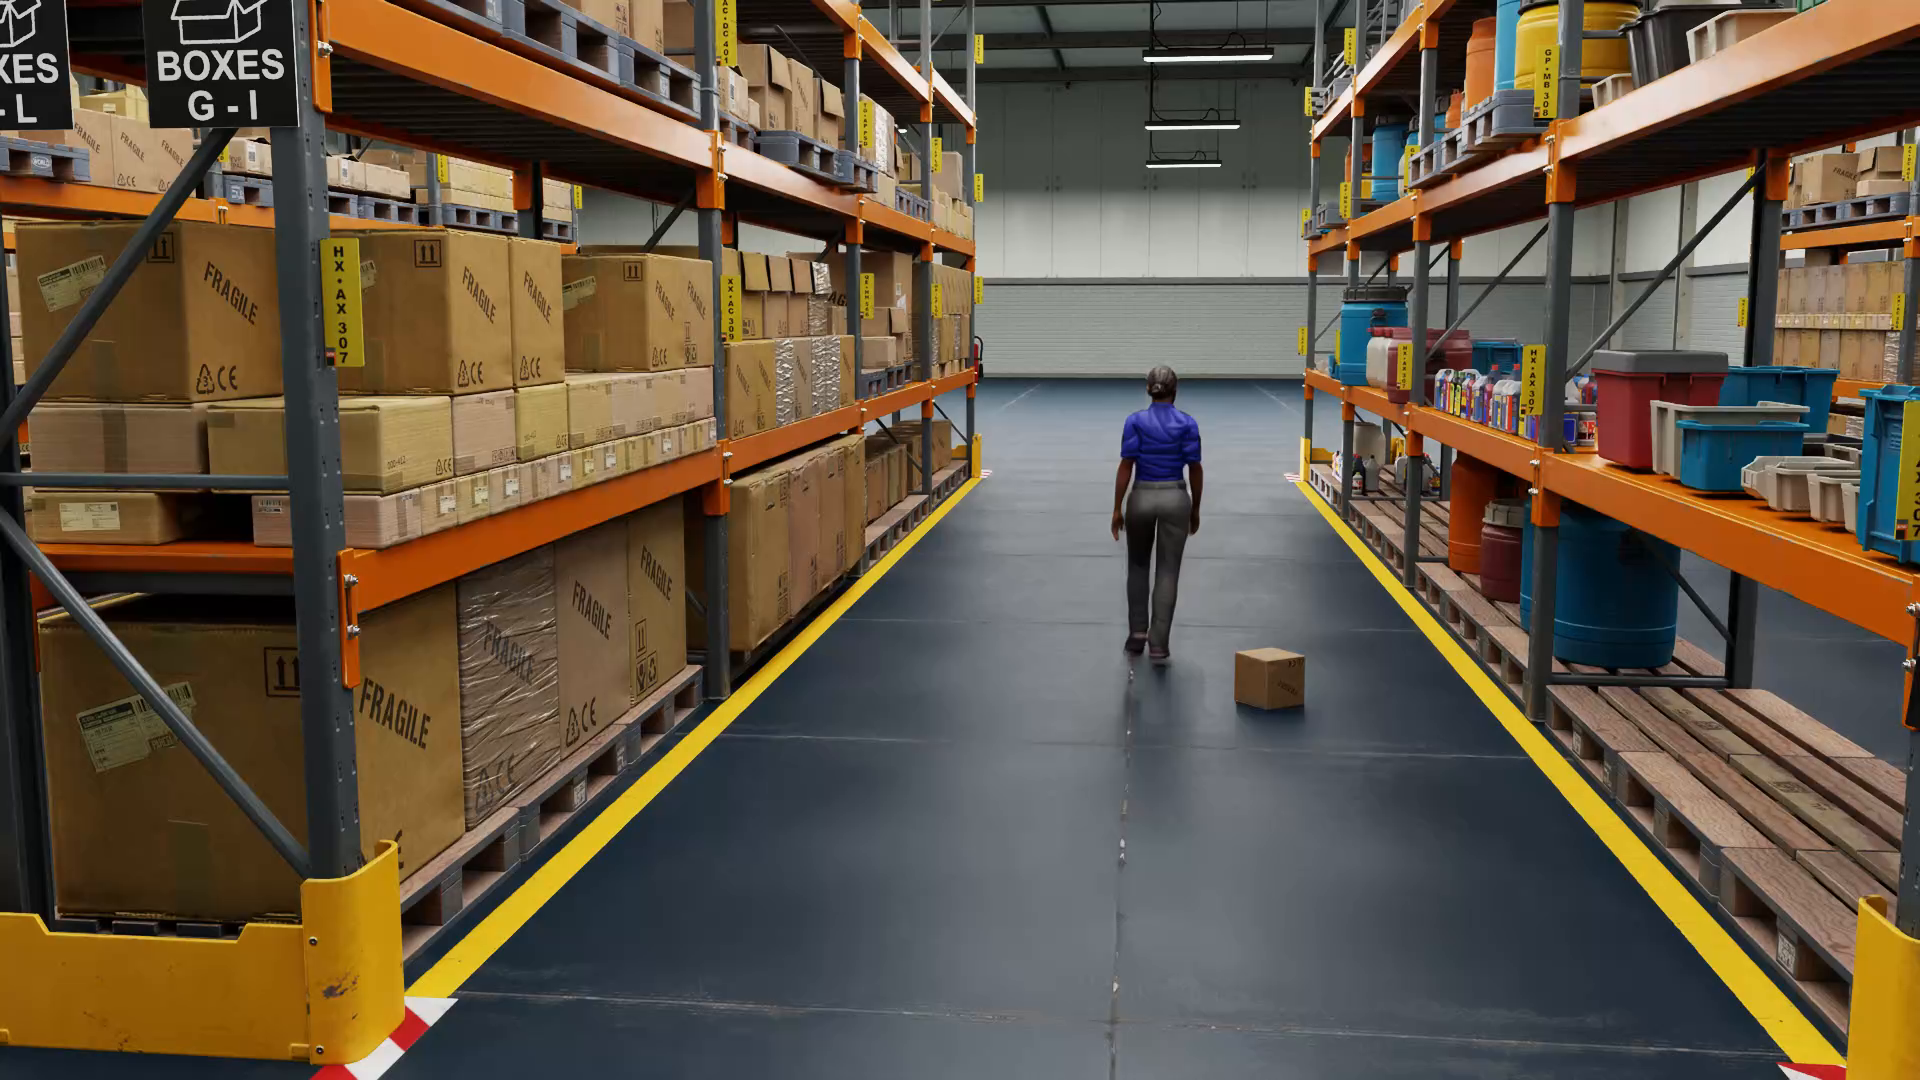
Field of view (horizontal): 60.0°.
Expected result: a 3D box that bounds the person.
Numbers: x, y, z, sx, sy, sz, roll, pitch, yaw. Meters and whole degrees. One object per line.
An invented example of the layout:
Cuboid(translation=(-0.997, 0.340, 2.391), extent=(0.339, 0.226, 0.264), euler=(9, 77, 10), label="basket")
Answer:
Cuboid(translation=(1.131, -0.147, 9.466), extent=(0.494, 1.693, 0.698), euler=(2, 8, 12), label="person")
